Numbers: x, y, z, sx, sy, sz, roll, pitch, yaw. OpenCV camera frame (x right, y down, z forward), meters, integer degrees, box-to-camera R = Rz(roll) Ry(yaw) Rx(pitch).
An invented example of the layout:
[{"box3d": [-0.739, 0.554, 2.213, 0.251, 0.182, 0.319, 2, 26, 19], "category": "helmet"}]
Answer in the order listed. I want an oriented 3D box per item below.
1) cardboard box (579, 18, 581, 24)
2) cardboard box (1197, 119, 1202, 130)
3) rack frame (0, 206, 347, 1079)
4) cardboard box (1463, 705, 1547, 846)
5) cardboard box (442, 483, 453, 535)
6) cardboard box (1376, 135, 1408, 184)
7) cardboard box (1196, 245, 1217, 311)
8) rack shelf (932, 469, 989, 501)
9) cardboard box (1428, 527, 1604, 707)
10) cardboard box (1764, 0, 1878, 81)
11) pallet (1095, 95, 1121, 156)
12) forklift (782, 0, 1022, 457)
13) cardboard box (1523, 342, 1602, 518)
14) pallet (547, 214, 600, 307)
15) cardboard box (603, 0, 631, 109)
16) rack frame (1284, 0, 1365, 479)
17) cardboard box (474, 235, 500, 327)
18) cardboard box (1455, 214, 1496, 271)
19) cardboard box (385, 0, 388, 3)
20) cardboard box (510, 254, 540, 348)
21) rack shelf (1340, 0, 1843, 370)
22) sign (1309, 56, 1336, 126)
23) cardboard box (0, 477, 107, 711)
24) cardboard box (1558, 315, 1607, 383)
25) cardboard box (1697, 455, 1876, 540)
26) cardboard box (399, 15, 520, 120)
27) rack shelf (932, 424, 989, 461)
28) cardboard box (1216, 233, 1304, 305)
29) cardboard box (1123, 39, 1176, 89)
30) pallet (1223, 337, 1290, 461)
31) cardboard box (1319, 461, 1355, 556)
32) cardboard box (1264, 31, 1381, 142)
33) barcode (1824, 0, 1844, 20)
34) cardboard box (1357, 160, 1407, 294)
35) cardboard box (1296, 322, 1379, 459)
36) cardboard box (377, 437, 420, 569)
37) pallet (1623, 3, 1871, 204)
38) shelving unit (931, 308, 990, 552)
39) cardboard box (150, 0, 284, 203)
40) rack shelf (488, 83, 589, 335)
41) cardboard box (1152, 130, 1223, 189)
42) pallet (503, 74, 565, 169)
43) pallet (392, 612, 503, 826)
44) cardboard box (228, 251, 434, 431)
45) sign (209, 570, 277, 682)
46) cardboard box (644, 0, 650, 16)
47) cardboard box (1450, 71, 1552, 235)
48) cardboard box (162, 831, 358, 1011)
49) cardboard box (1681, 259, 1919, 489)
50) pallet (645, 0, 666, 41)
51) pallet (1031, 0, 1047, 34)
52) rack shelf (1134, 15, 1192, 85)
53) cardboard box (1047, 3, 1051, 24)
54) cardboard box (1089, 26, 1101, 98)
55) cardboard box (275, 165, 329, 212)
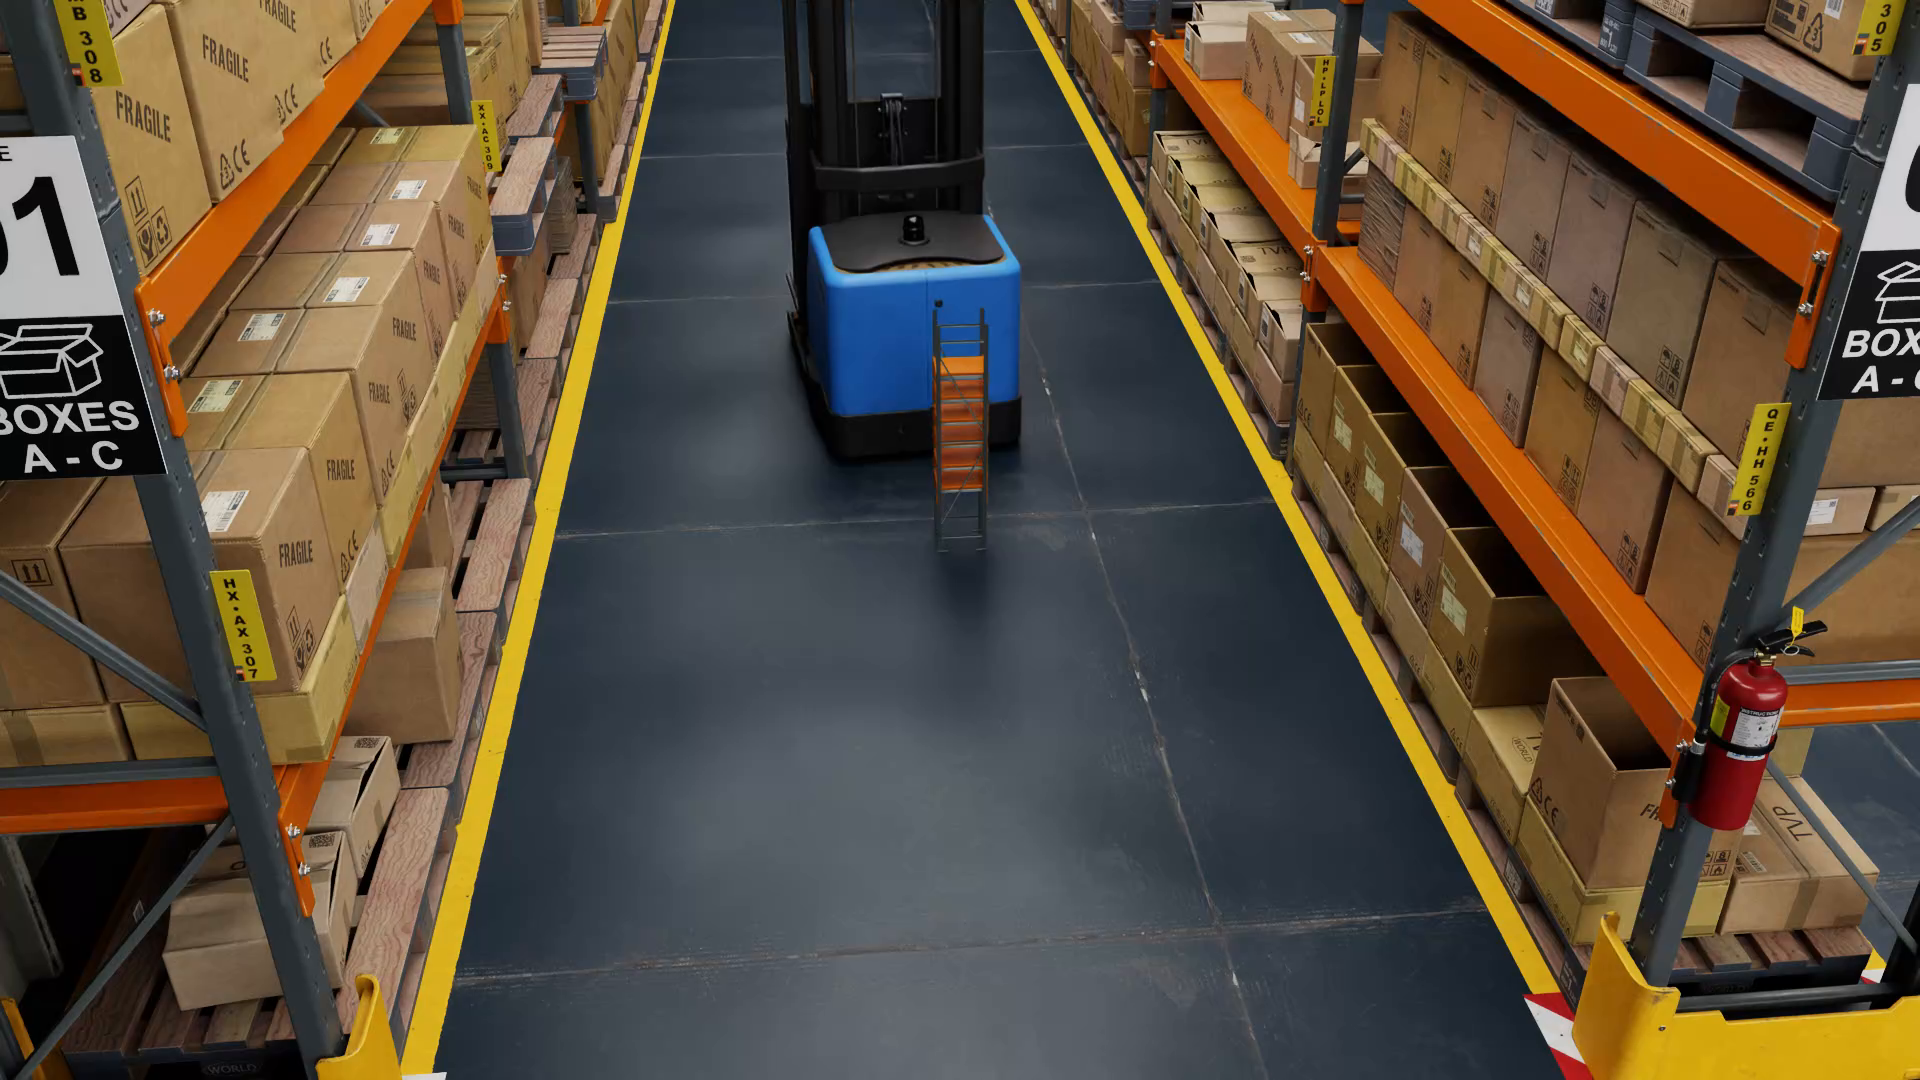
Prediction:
[{"box3d": [-2.881, -3.680, 11.712, 0.380, 0.149, 0.250, -2, 31, -4], "category": "cardboard box"}, {"box3d": [2.054, -3.339, 12.924, 0.500, 0.500, 0.500, -4, 31, -6], "category": "cardboard box"}, {"box3d": [-2.318, 0.613, 4.299, 1.000, 3.000, 0.127, -3, 31, -5], "category": "rack frame"}, {"box3d": [2.211, 0.860, 6.158, 0.500, 0.250, 0.500, -3, 31, -5], "category": "cardboard box"}, {"box3d": [-2.612, -0.130, 7.876, 0.380, 0.166, 0.250, -7, 32, -11], "category": "cardboard box"}, {"box3d": [2.096, -1.715, 7.466, 0.380, 0.149, 0.250, -2, 31, -4], "category": "cardboard box"}, {"box3d": [1.773, -1.645, 10.351, 0.500, 0.250, 0.500, -2, 31, -4], "category": "cardboard box"}, {"box3d": [0.001, -0.264, 8.076, 0.258, 0.103, 0.180, -3, 31, -5], "category": "rack shelf"}, {"box3d": [2.159, 0.283, 6.392, 0.500, 0.500, 0.500, -3, 31, -5], "category": "cardboard box"}, {"box3d": [2.564, -1.492, 4.251, 0.797, 0.503, 0.637, -1, 31, -1], "category": "cardboard box"}, {"box3d": [1.723, -3.518, 13.934, 1.003, 0.211, 1.213, -3, 31, -5], "category": "pallet"}, {"box3d": [-0.460, -2.444, 9.483, 1.130, 2.935, 3.031, -6, 31, -10], "category": "forklift"}, {"box3d": [2.488, -0.430, 5.947, 0.700, 0.500, 0.500, -3, 31, -4], "category": "cardboard box"}, {"box3d": [-2.994, -1.875, 11.184, 1.003, 0.211, 1.213, -3, 31, -5], "category": "pallet"}, {"box3d": [-3.163, -3.992, 13.694, 0.750, 0.750, 0.750, -2, 31, -3], "category": "cardboard box"}, {"box3d": [2.240, -1.668, 8.118, 1.000, 3.000, 0.127, -3, 31, -5], "category": "rack frame"}, {"box3d": [-2.346, -1.146, 7.370, 0.500, 0.250, 0.500, -3, 31, -4], "category": "cardboard box"}, {"box3d": [2.197, -1.186, 6.580, 0.380, 0.149, 0.250, -4, 31, -6], "category": "cardboard box"}, {"box3d": [-2.364, -2.264, 6.072, 0.500, 0.500, 0.500, -5, 31, -9], "category": "cardboard box"}, {"box3d": [-2.883, -1.444, 9.751, 0.700, 0.500, 0.500, -2, 31, -4], "category": "cardboard box"}, {"box3d": [2.427, -1.626, 5.824, 1.077, 0.370, 4.000, -3, 31, -5], "category": "rack shelf"}, {"box3d": [1.700, -2.101, 7.790, 0.100, 0.325, 0.005, -3, 31, -5], "category": "sign"}, {"box3d": [-2.574, 0.116, 4.525, 0.500, 0.500, 0.500, -3, 31, -5], "category": "cardboard box"}, {"box3d": [2.292, -0.660, 5.700, 0.380, 0.149, 0.250, -2, 31, -3], "category": "cardboard box"}, {"box3d": [2.388, -0.134, 4.818, 0.380, 0.149, 0.250, -3, 31, -5], "category": "cardboard box"}, {"box3d": [-2.843, -2.543, 9.055, 0.700, 0.500, 0.500, 1, 31, 2], "category": "cardboard box"}, {"box3d": [0.001, -0.470, 7.953, 0.258, 0.103, 0.180, -3, 31, -5], "category": "rack shelf"}, {"box3d": [1.817, -1.622, 9.766, 0.500, 0.311, 0.500, -3, 31, -5], "category": "cardboard box"}, {"box3d": [1.535, -3.643, 12.701, 0.500, 0.250, 0.500, -2, 31, -3], "category": "cardboard box"}, {"box3d": [2.132, -0.846, 9.460, 1.003, 0.211, 1.213, -3, 31, -5], "category": "pallet"}, {"box3d": [2.023, -0.161, 7.867, 0.500, 0.250, 0.500, -3, 31, -5], "category": "cardboard box"}, {"box3d": [2.088, -2.629, 9.629, 0.500, 0.500, 0.500, -3, 31, -5], "category": "cardboard box"}, {"box3d": [2.105, -1.294, 4.000, 0.001, 0.075, 0.075, -3, 31, -5], "category": "barcode"}, {"box3d": [2.288, -1.485, 7.714, 0.700, 0.500, 0.500, -4, 31, -6], "category": "cardboard box"}, {"box3d": [1.971, -0.738, 8.102, 0.500, 0.500, 0.500, -3, 31, -5], "category": "cardboard box"}, {"box3d": [-2.152, -0.120, 5.653, 0.500, 0.250, 0.500, -3, 31, -5], "category": "cardboard box"}, {"box3d": [2.573, -1.238, 4.559, 1.003, 0.211, 1.213, -3, 31, -5], "category": "pallet"}, {"box3d": [0.001, -0.508, 7.930, 0.258, 1.200, 0.189, -3, 31, -5], "category": "shelving unit"}, {"box3d": [-2.115, -1.185, 4.266, 0.500, 0.500, 0.500, -1, 31, -1], "category": "cardboard box"}, {"box3d": [-2.879, -2.141, 9.612, 1.077, 0.370, 4.000, -3, 31, -5], "category": "rack shelf"}, {"box3d": [1.623, -2.670, 11.519, 0.500, 0.311, 0.500, -2, 31, -3], "category": "cardboard box"}, {"box3d": [-2.840, -2.380, 9.497, 1.003, 0.211, 1.213, -3, 31, -5], "category": "pallet"}, {"box3d": [-2.477, 0.733, 6.816, 1.003, 0.211, 1.213, -3, 31, -5], "category": "pallet"}, {"box3d": [-2.202, -0.691, 5.877, 0.500, 0.500, 0.500, -2, 31, -3], "category": "cardboard box"}, {"box3d": [-1.778, 0.215, 4.120, 0.100, 0.325, 0.005, -3, 31, -5], "category": "sign"}, {"box3d": [-3.497, -5.526, 16.605, 0.700, 0.500, 0.500, -2, 31, -3], "category": "cardboard box"}, {"box3d": [2.382, -1.528, 6.521, 0.700, 0.500, 0.500, -3, 31, -5], "category": "cardboard box"}, {"box3d": [-2.293, 1.221, 5.474, 0.500, 0.311, 0.500, -6, 31, -10], "category": "cardboard box"}, {"box3d": [2.578, -0.492, 4.786, 0.700, 0.500, 0.500, -3, 31, -4], "category": "cardboard box"}, {"box3d": [-3.550, -5.333, 16.972, 1.003, 0.211, 1.213, -3, 31, -5], "category": "pallet"}, {"box3d": [1.312, -5.531, 17.304, 1.003, 0.211, 1.213, -3, 31, -5], "category": "pallet"}, {"box3d": [1.679, -4.423, 13.431, 1.077, 0.370, 4.000, -3, 31, -5], "category": "rack shelf"}, {"box3d": [1.062, -5.184, 16.354, 0.380, 0.149, 0.250, -3, 31, -5], "category": "cardboard box"}, {"box3d": [1.395, -4.083, 14.168, 0.500, 0.500, 0.500, -2, 31, -4], "category": "cardboard box"}, {"box3d": [-2.811, -1.181, 6.698, 0.500, 0.500, 0.500, -3, 31, -5], "category": "cardboard box"}]
